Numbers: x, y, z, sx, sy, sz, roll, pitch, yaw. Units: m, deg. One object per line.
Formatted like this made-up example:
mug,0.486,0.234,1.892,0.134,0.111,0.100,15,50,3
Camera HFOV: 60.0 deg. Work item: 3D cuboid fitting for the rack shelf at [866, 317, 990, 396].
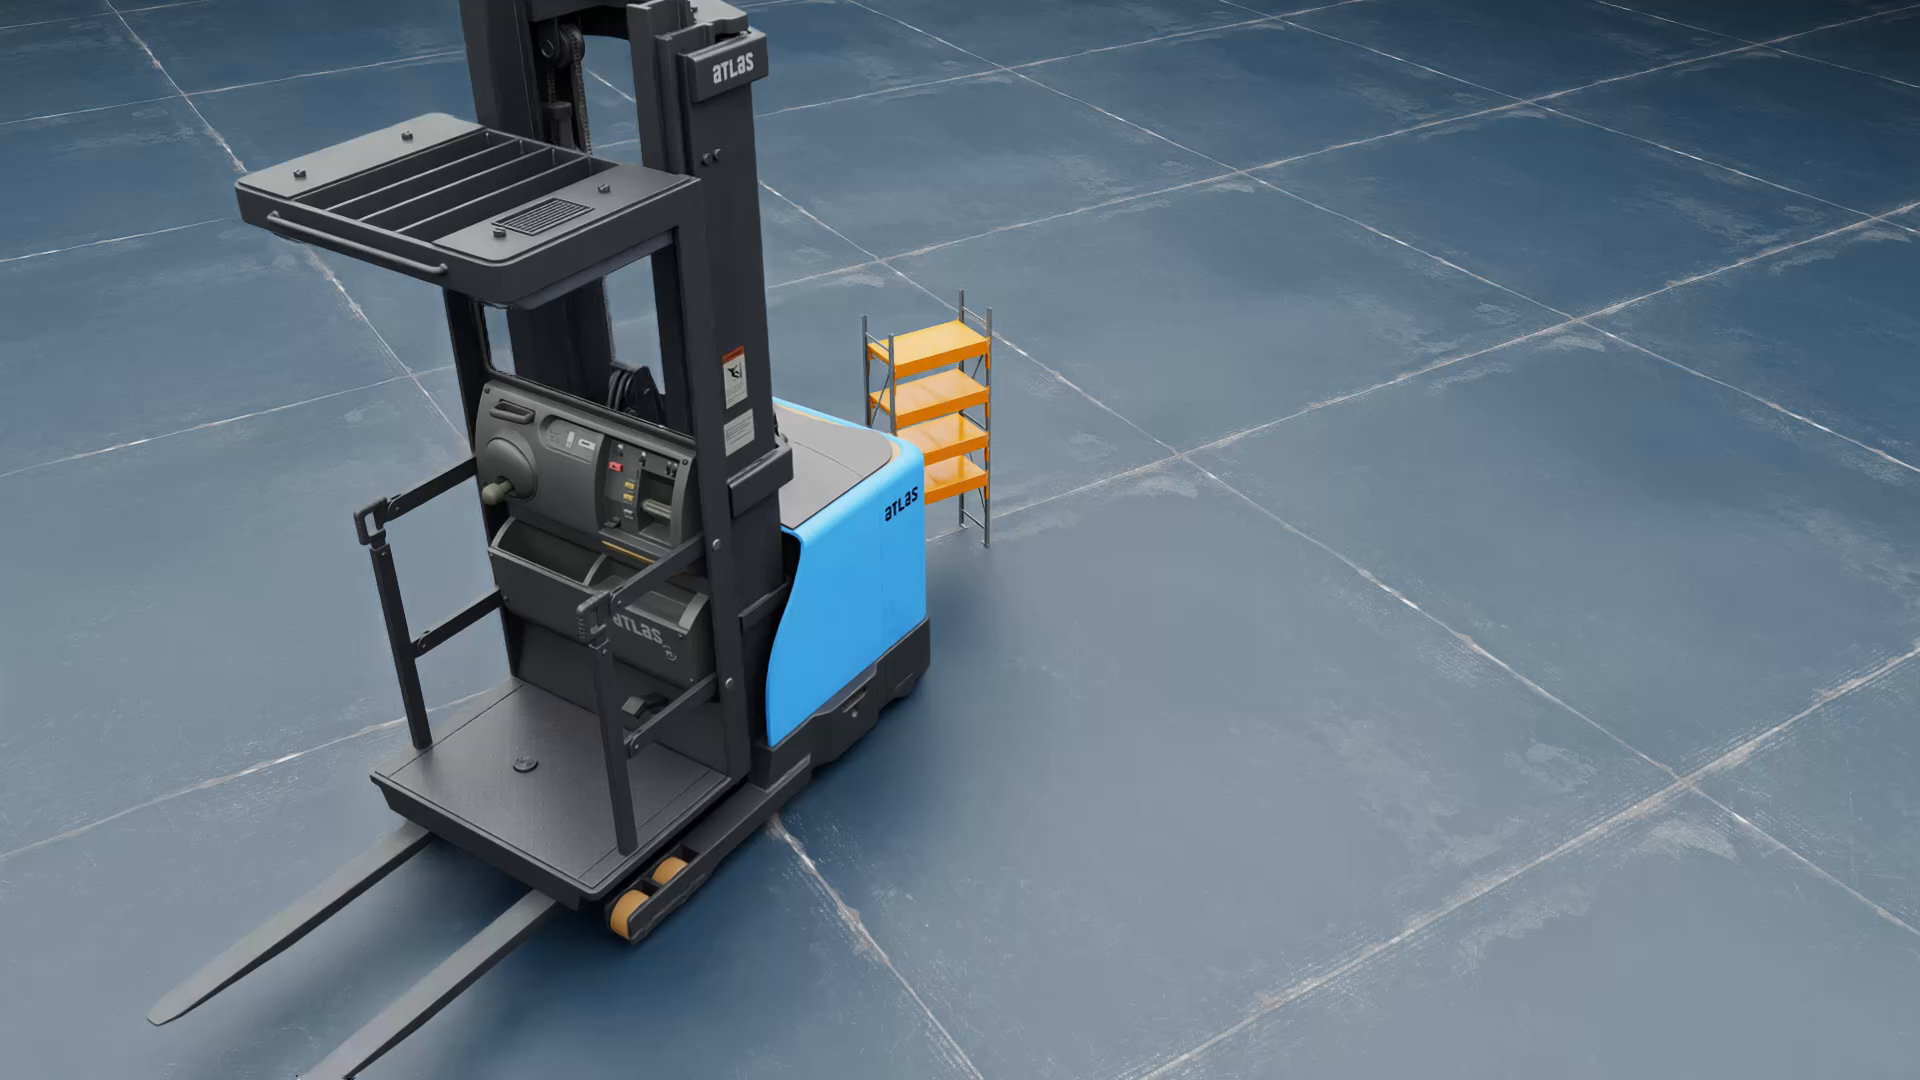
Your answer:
rack shelf,-0.139,-0.792,7.144,0.480,0.148,0.258,-19,37,-27

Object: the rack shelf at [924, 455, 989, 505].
rack shelf,-0.139,-0.235,7.496,0.480,0.148,0.258,-19,37,-27

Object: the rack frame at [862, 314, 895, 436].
rack frame,-0.344,-0.389,7.242,0.015,1.200,0.240,-19,37,-27

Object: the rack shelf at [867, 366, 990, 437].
rack shelf,-0.139,-0.592,7.271,0.480,0.148,0.258,-19,37,-27

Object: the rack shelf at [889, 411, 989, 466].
rack shelf,-0.139,-0.403,7.390,0.480,0.148,0.258,-19,37,-27

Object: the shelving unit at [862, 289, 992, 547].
shelving unit,-0.139,-0.460,7.354,0.503,1.200,0.258,-19,37,-27

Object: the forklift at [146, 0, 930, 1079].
forklift,-1.354,-0.179,5.287,1.130,2.935,3.031,19,37,28

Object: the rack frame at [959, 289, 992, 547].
rack frame,0.066,-0.530,7.466,0.015,1.200,0.240,-19,37,-27
